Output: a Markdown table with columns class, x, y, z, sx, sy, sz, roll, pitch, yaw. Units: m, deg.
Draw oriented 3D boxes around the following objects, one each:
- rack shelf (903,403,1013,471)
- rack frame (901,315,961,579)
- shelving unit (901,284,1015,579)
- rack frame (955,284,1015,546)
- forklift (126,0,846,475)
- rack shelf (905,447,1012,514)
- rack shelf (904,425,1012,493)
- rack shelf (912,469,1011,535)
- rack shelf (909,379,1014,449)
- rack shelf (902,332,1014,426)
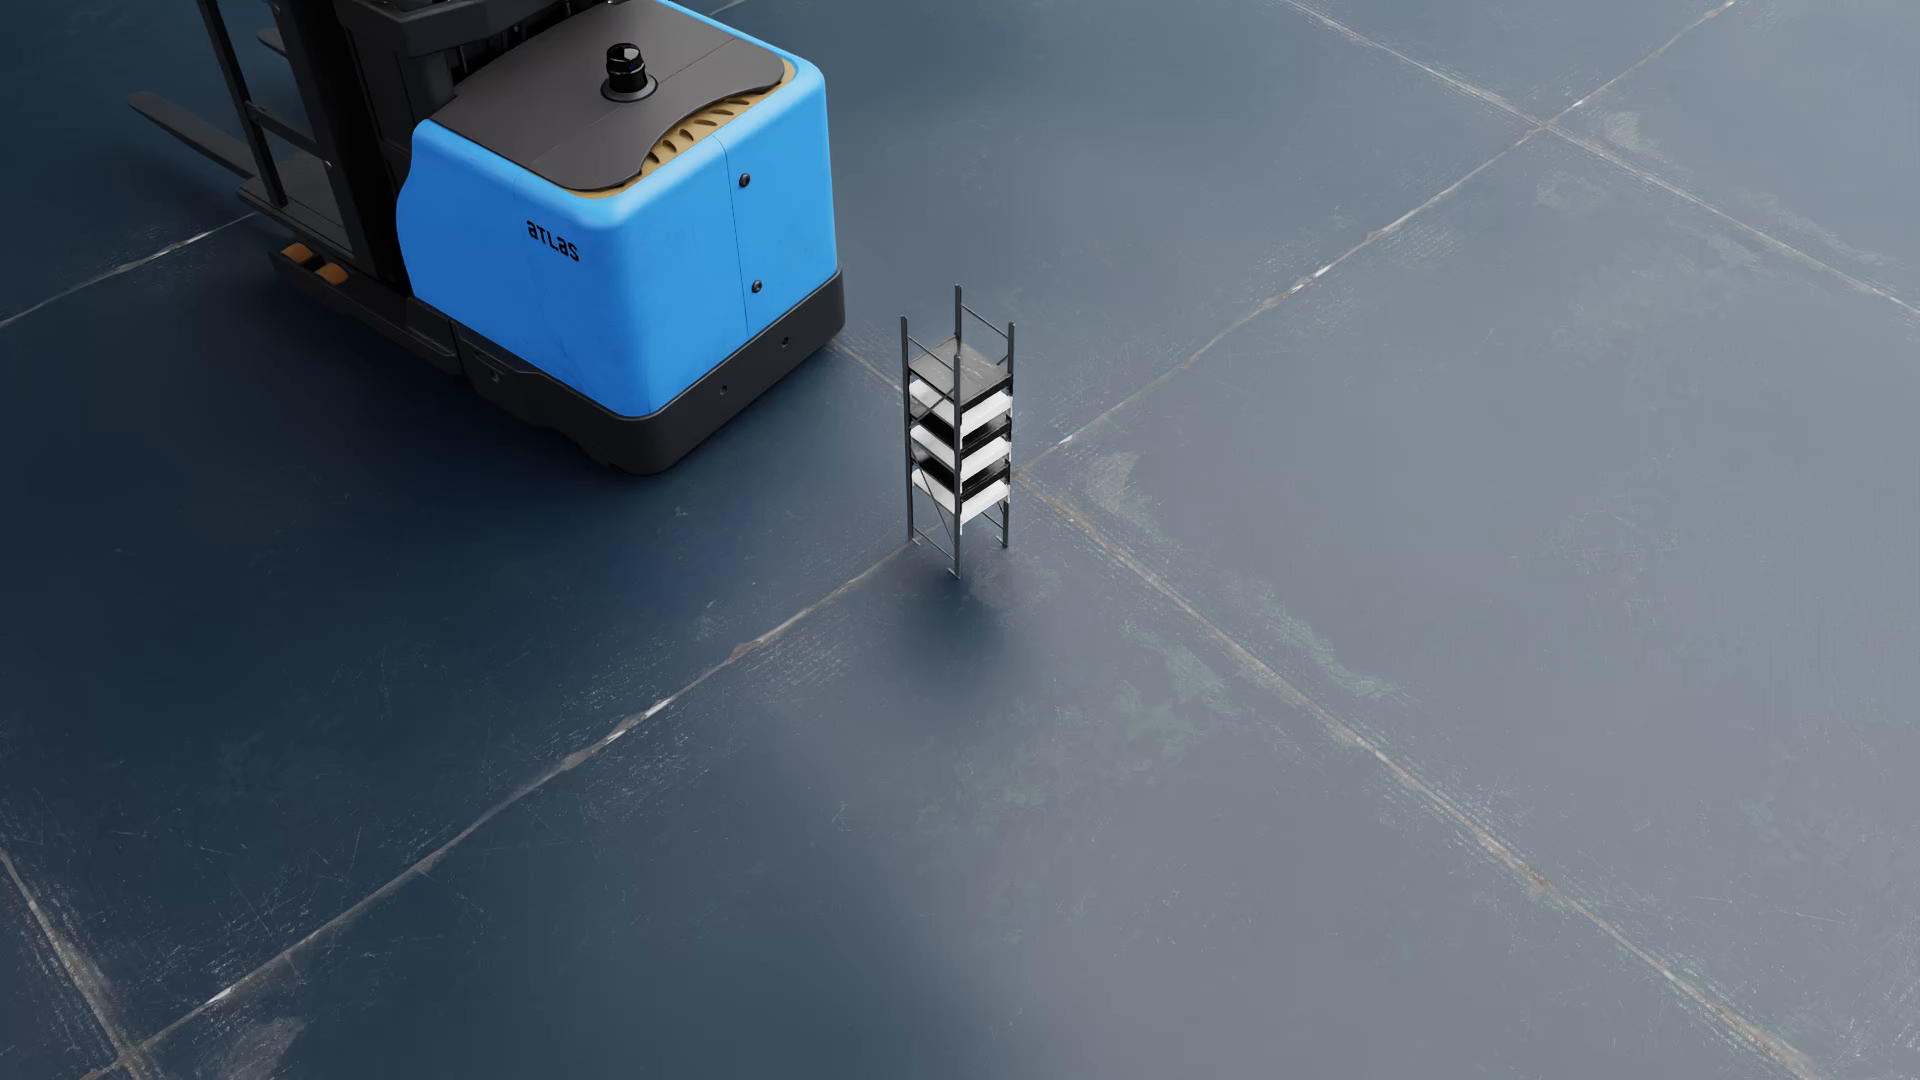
| class | x | y | z | sx | sy | sz | roll | pitch | yaw |
| --- | --- | --- | --- | --- | --- | --- | --- | --- | --- |
| rack shelf | -0.006 | -0.340 | 4.874 | 0.200 | 0.077 | 0.258 | -34 | 56 | -27 |
| rack frame | -0.081 | -0.251 | 4.869 | 0.006 | 0.900 | 0.240 | -34 | 56 | -27 |
| shelving unit | -0.006 | -0.301 | 4.916 | 0.210 | 0.900 | 0.258 | -34 | 56 | -27 |
| rack frame | 0.069 | -0.351 | 4.962 | 0.006 | 0.900 | 0.240 | -34 | 56 | -27 |
| forklift | -1.883 | -2.104 | 5.197 | 3.031 | 2.935 | 1.130 | 29 | 54 | 24 |
| rack shelf | -0.006 | -0.218 | 5.006 | 0.200 | 0.077 | 0.258 | -34 | 56 | -27 |
| rack shelf | -0.006 | -0.279 | 4.940 | 0.200 | 0.077 | 0.258 | -34 | 56 | -27 |
| rack shelf | -0.006 | -0.156 | 5.072 | 0.200 | 0.077 | 0.258 | -34 | 56 | -27 |
| rack shelf | -0.006 | -0.401 | 4.808 | 0.200 | 0.077 | 0.258 | -34 | 56 | -27 |
| rack shelf | -0.006 | -0.462 | 4.742 | 0.200 | 0.077 | 0.258 | -34 | 56 | -27 |
